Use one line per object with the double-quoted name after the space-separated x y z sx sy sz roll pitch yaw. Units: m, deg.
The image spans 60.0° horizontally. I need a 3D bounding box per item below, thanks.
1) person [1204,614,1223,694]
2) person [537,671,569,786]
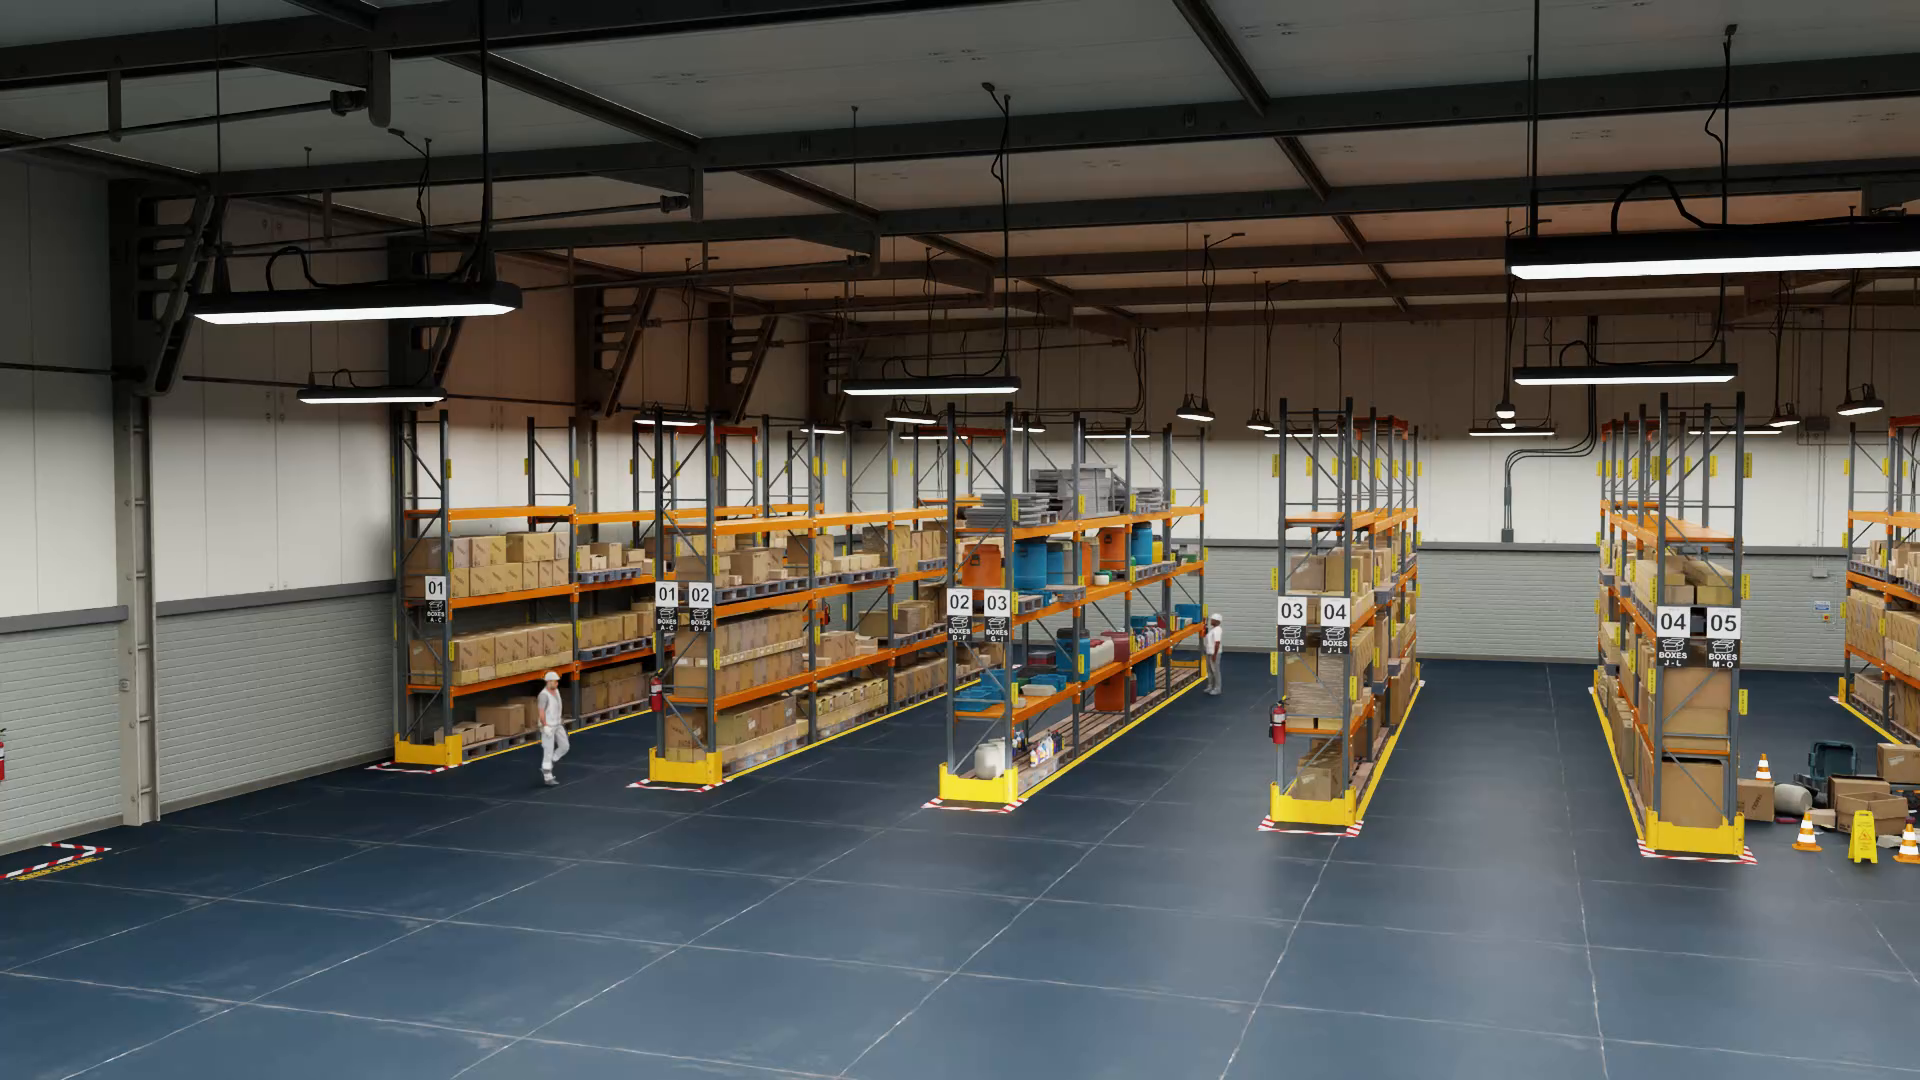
5.664 2.522 37.048 0.428 1.769 0.622 -1 3 -15 "person"
-6.501 2.980 26.440 0.506 1.786 0.750 1 3 20 "person"
